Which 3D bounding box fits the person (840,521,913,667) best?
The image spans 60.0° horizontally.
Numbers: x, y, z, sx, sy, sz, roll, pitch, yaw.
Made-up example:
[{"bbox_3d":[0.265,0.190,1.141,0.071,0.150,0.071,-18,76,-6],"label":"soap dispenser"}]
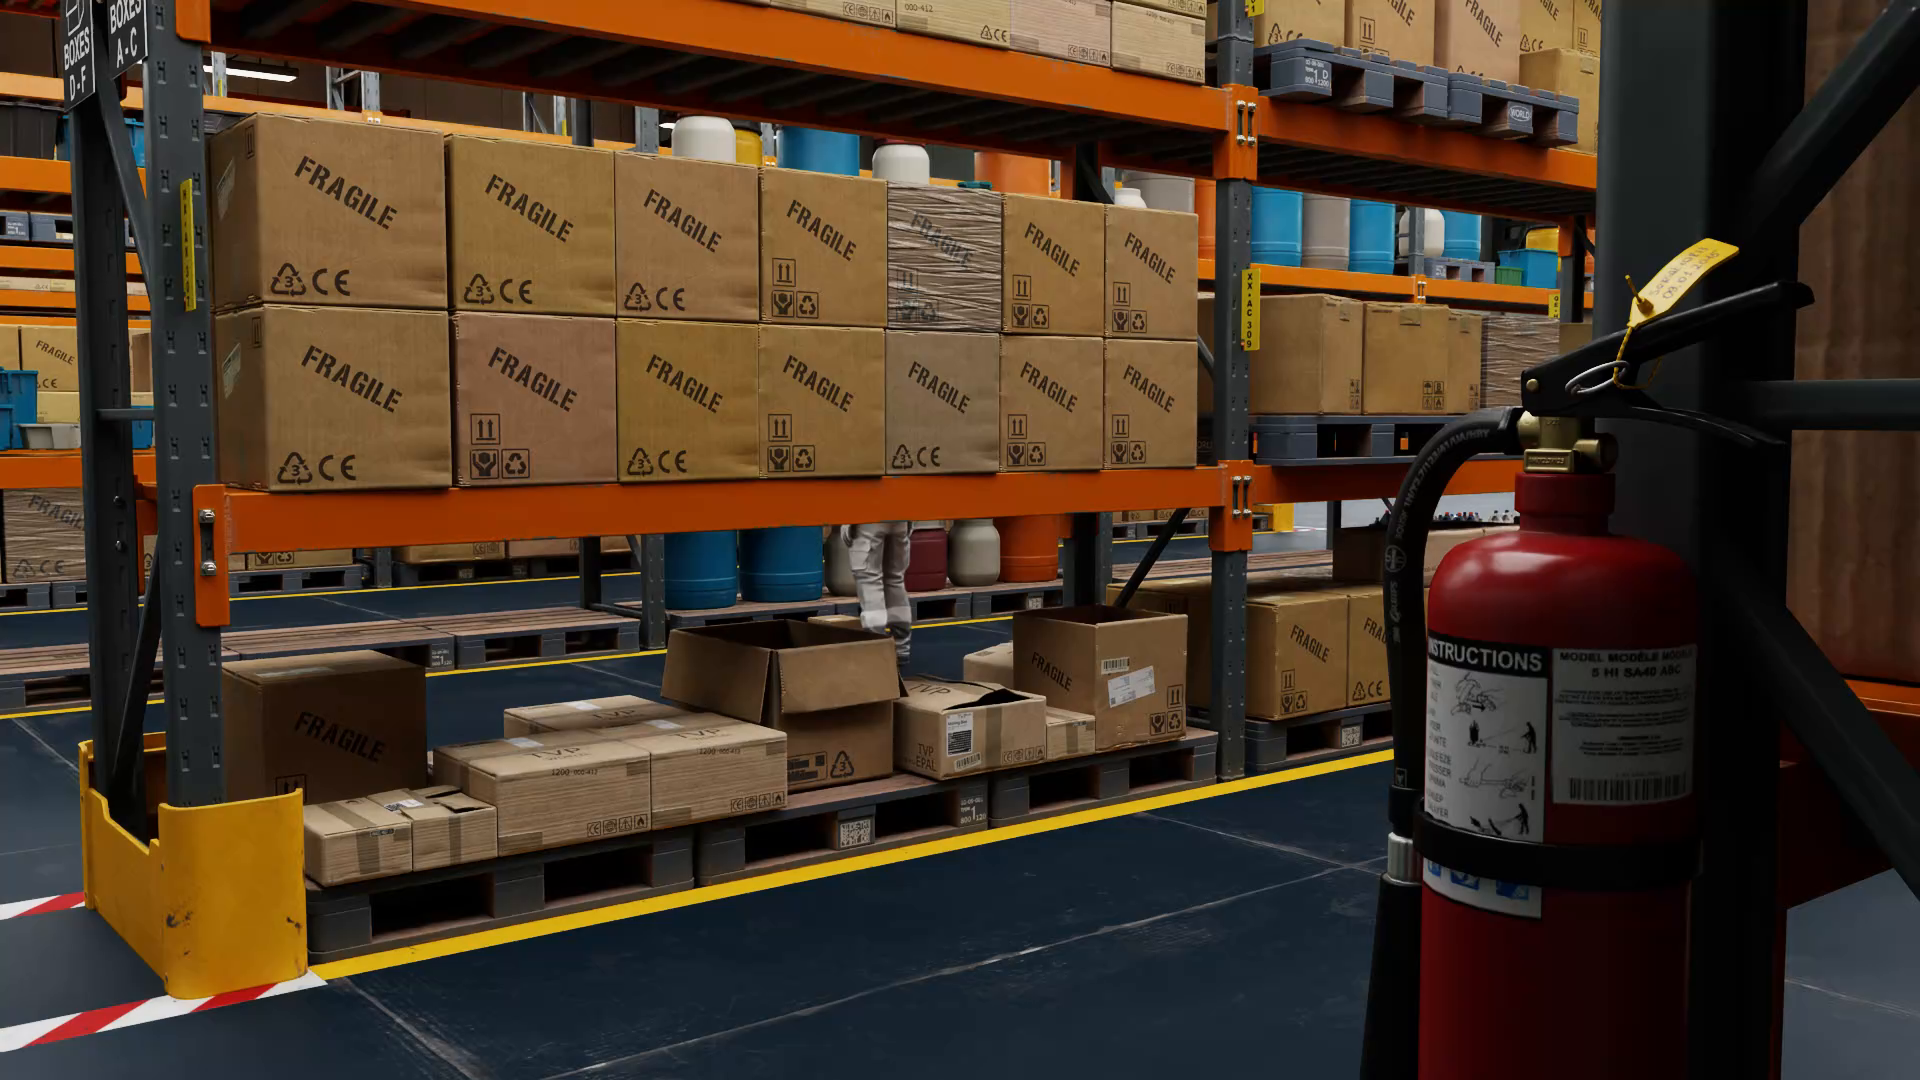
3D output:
[{"bbox_3d":[-0.486,-0.101,9.975,0.524,1.839,0.386,-3,5,-38],"label":"person"}]
